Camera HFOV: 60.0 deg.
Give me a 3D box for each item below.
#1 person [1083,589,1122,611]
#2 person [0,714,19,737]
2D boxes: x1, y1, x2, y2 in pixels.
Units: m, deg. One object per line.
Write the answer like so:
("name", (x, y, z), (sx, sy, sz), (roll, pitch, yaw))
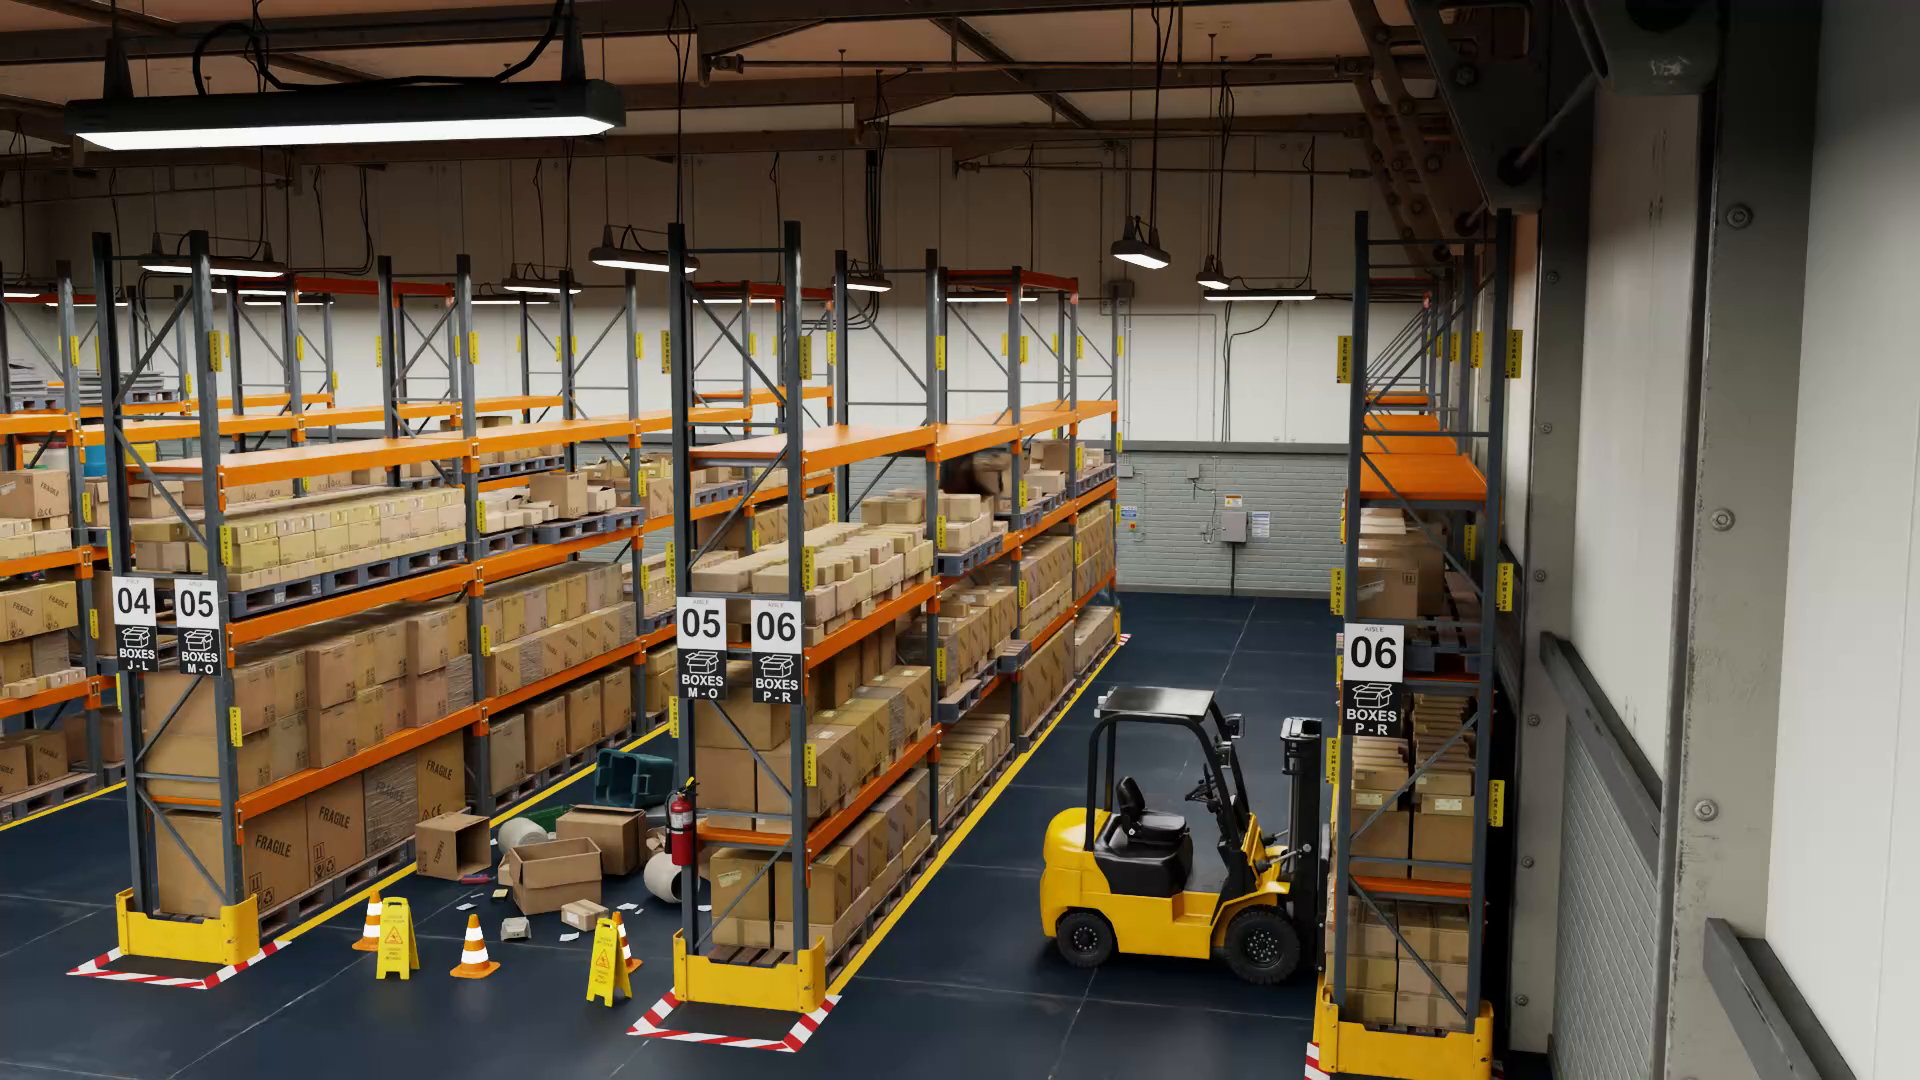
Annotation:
("person", (2.509, 0.555, 30.793), (0.970, 1.725, 0.619), (-1, 7, -4))
("person", (-12.000, 1.755, 20.893), (0.639, 1.801, 0.409), (-5, 9, -38))
